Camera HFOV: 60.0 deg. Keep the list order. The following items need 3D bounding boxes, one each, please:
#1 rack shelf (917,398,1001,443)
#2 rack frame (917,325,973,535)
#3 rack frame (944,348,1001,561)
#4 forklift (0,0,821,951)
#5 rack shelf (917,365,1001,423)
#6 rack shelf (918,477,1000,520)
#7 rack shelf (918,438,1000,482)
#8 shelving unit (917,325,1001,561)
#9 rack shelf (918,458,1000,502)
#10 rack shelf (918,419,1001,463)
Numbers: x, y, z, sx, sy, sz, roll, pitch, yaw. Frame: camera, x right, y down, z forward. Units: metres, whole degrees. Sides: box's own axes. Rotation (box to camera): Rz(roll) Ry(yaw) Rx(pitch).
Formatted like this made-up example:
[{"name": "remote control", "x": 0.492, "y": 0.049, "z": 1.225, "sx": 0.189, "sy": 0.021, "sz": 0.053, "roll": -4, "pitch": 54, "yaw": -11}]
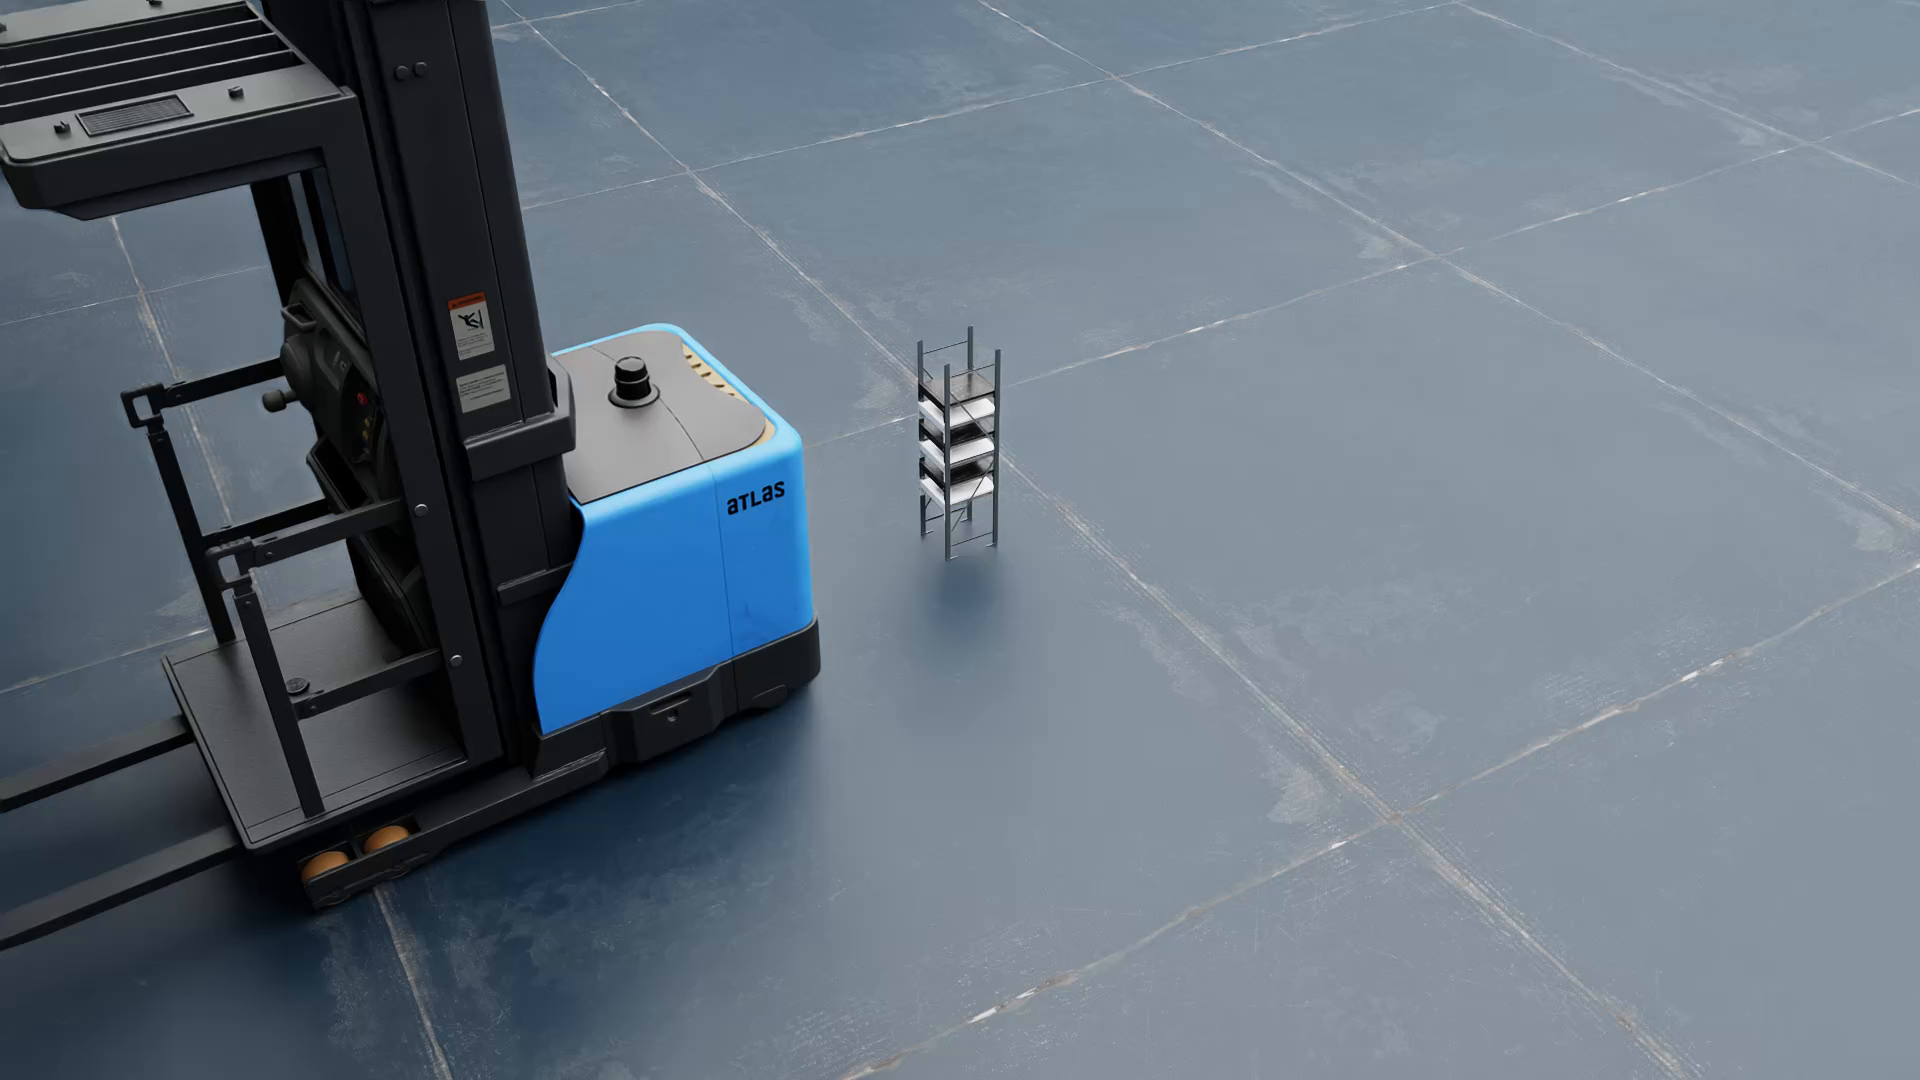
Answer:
[{"name": "rack shelf", "x": -0.004, "y": -0.486, "z": 6.404, "sx": 0.258, "sy": 0.077, "sz": 0.200, "roll": -19, "pitch": 40, "yaw": -24}, {"name": "rack frame", "x": -0.055, "y": -0.419, "z": 6.561, "sx": 0.240, "sy": 0.900, "sz": 0.006, "roll": -19, "pitch": 40, "yaw": -24}, {"name": "rack frame", "x": 0.047, "y": -0.316, "z": 6.419, "sx": 0.240, "sy": 0.900, "sz": 0.006, "roll": -19, "pitch": 40, "yaw": -24}, {"name": "forklift", "x": -2.007, "y": -0.402, "z": 4.815, "sx": 3.031, "sy": 2.935, "sz": 1.130, "roll": -22, "pitch": 41, "yaw": -27}, {"name": "rack shelf", "x": -0.004, "y": -0.559, "z": 6.351, "sx": 0.258, "sy": 0.077, "sz": 0.200, "roll": -19, "pitch": 40, "yaw": -24}, {"name": "rack shelf", "x": -0.004, "y": -0.195, "z": 6.616, "sx": 0.258, "sy": 0.077, "sz": 0.200, "roll": -19, "pitch": 40, "yaw": -24}, {"name": "rack shelf", "x": -0.004, "y": -0.341, "z": 6.510, "sx": 0.258, "sy": 0.077, "sz": 0.200, "roll": -19, "pitch": 40, "yaw": -24}, {"name": "shelving unit", "x": -0.004, "y": -0.368, "z": 6.490, "sx": 0.258, "sy": 0.900, "sz": 0.210, "roll": -19, "pitch": 40, "yaw": -24}, {"name": "rack shelf", "x": -0.004, "y": -0.268, "z": 6.563, "sx": 0.258, "sy": 0.077, "sz": 0.200, "roll": -19, "pitch": 40, "yaw": -24}, {"name": "rack shelf", "x": -0.004, "y": -0.413, "z": 6.457, "sx": 0.258, "sy": 0.077, "sz": 0.200, "roll": -19, "pitch": 40, "yaw": -24}]
